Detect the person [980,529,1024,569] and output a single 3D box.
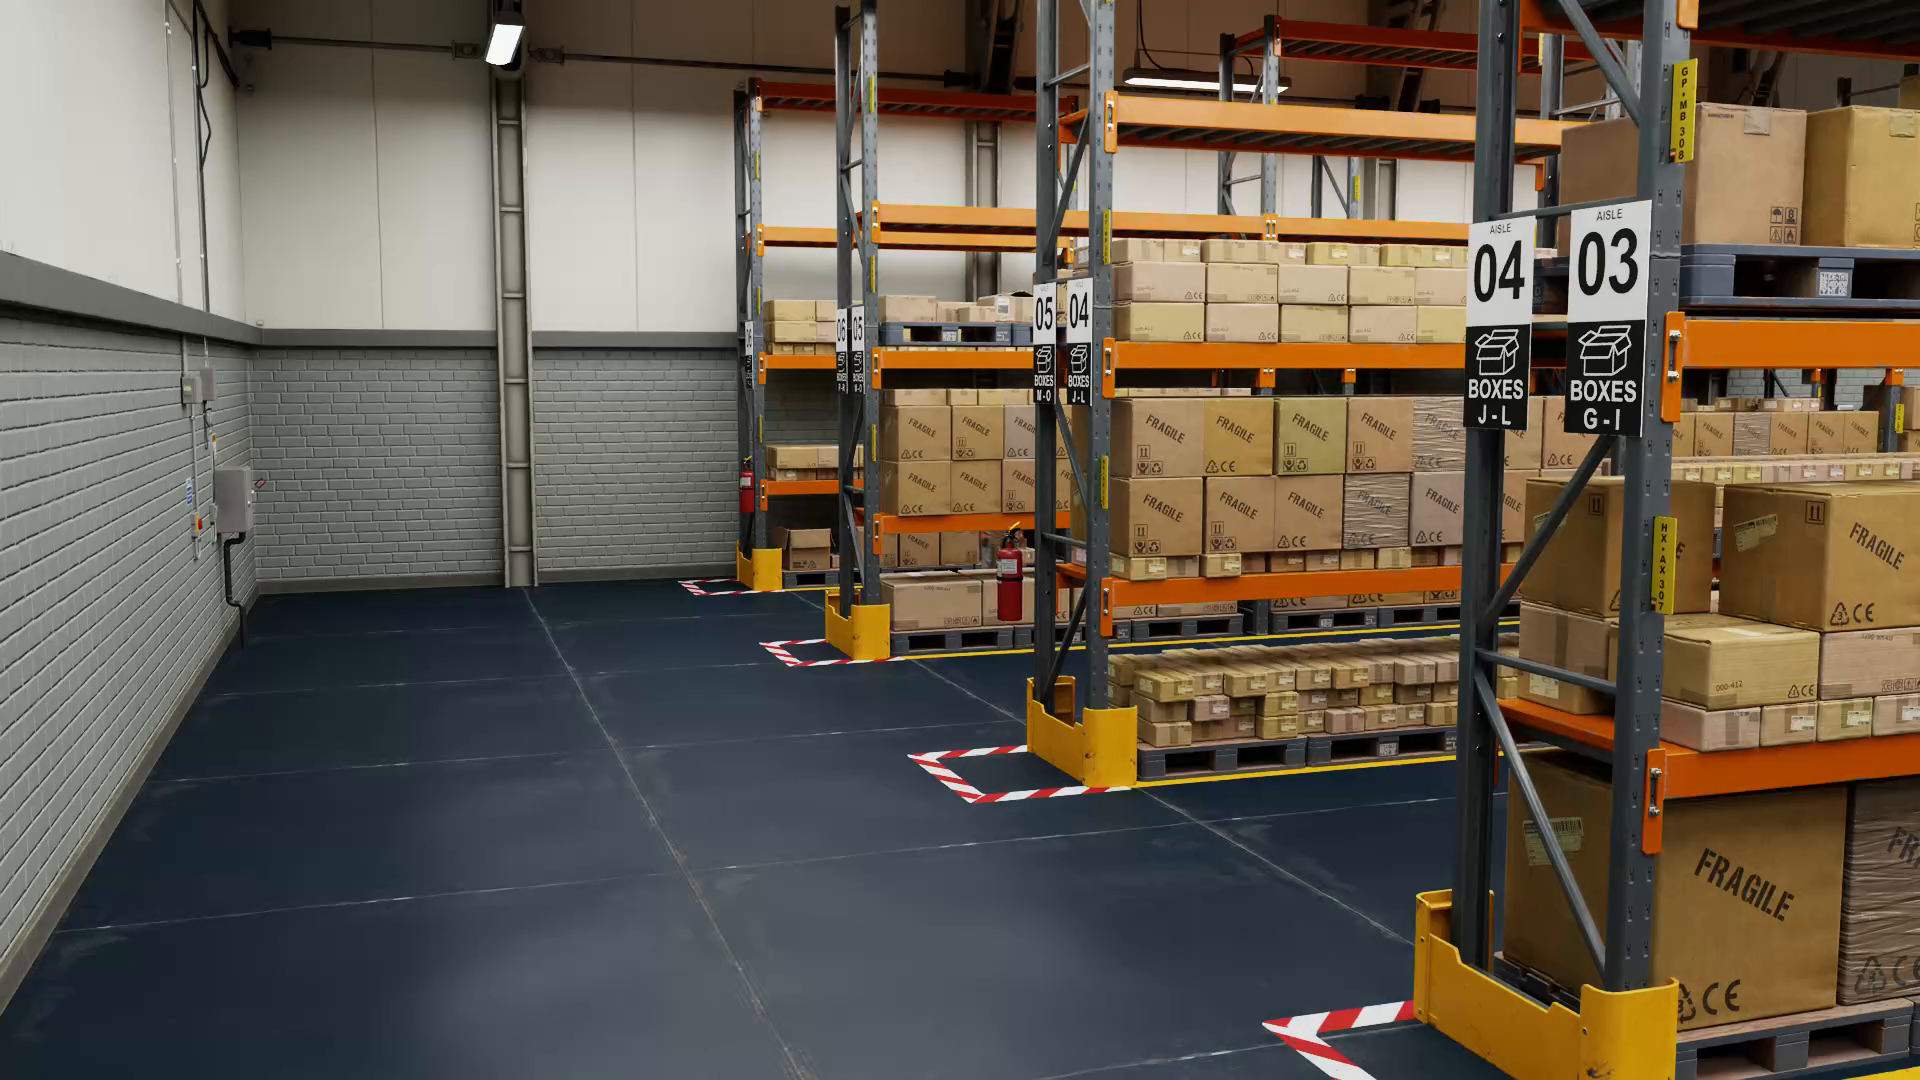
[{"bbox_3d":[0.447,-0.059,18.203,0.563,1.665,0.471,-2,6,-22],"label":"person"}]
